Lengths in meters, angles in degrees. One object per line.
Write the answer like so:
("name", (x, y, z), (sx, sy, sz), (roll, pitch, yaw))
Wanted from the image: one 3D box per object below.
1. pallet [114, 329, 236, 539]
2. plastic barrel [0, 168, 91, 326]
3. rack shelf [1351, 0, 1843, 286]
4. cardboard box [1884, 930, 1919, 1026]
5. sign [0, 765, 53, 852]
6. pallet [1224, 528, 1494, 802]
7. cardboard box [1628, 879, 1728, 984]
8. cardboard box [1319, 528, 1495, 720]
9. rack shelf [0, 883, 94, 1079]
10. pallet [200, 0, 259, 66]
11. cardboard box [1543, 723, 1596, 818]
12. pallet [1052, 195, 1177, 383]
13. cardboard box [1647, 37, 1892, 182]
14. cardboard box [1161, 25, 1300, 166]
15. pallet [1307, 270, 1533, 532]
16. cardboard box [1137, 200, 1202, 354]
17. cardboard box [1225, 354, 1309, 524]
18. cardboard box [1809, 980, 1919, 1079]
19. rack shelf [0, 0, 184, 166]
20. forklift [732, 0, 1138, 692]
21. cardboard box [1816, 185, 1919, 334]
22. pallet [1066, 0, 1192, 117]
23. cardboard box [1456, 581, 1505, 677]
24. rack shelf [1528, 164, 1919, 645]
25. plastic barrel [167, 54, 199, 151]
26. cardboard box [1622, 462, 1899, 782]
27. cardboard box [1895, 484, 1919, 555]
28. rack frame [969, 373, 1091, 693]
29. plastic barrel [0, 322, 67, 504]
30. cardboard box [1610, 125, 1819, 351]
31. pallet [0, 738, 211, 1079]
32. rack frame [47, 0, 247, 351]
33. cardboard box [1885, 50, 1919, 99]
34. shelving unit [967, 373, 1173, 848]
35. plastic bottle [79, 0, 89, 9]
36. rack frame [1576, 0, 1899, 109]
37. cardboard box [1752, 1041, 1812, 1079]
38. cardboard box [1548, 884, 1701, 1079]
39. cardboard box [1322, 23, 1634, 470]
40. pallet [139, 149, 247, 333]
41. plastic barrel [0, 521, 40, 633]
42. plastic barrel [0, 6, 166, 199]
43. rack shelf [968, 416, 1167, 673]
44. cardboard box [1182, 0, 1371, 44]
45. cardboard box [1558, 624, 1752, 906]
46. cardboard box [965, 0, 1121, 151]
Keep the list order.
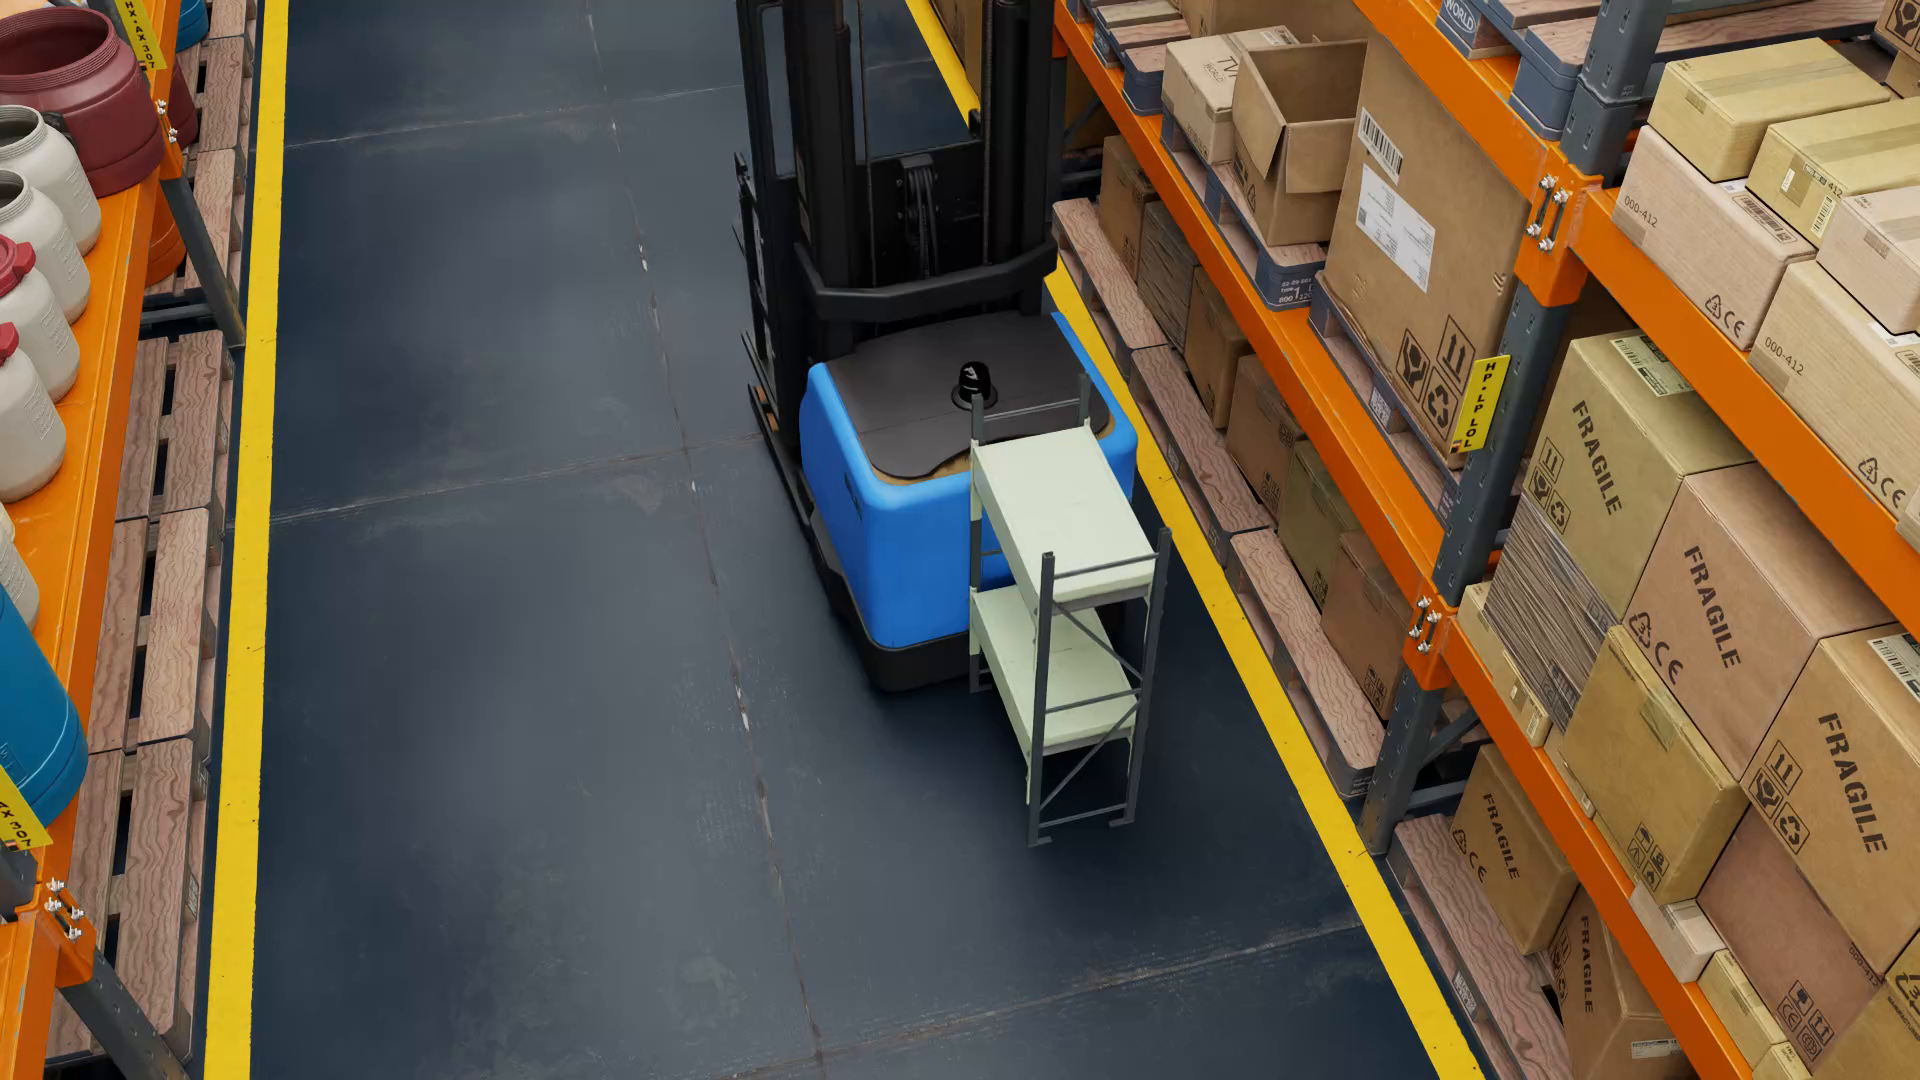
("pallet", (-3.728, -0.396, 7.241), (1.003, 0.211, 1.213), (-11, 47, -10))
("plastic barrel", (-3.312, -0.991, 5.793), (0.421, 0.512, 0.421), (0, 46, 0))
("rack shelf", (1.411, -2.237, 5.496), (1.077, 0.370, 4.000), (-11, 47, -10))
("cardboard box", (2.188, 0.844, 3.095), (0.500, 0.500, 0.500), (-11, 47, -10))
("sign", (-2.331, 0.658, 4.062), (0.100, 0.325, 0.005), (-11, 47, -10))
("pallet", (1.722, 0.381, 6.480), (1.003, 0.211, 1.213), (-11, 47, -10))
("cardboard box", (1.927, 0.927, 4.168), (0.380, 0.149, 0.250), (-11, 47, -10))
("cardboard box", (1.786, 0.235, 6.112), (0.700, 0.500, 0.500), (-14, 47, -13))
("rack shelf", (-2.353, 2.480, 2.973), (1.077, 0.370, 4.000), (-11, 47, -10))
("pallet", (-4.756, -3.159, 9.949), (1.003, 0.211, 1.213), (-11, 47, -10))
("cardboard box", (1.829, 0.576, 4.512), (0.380, 0.149, 0.250), (-11, 47, -10))
("pallet", (1.097, -1.304, 8.130), (1.003, 0.211, 1.213), (-11, 47, -10))
("cardboard box", (1.708, -0.914, 3.522), (0.380, 0.149, 0.250), (-12, 47, -11))
("cardboard box", (1.105, -1.715, 6.392), (0.500, 0.250, 0.500), (-12, 47, -11))
("pallet", (1.868, -0.545, 5.569), (1.003, 0.211, 1.213), (-11, 47, -10))
("cardboard box", (1.244, -1.259, 7.576), (0.700, 0.500, 0.500), (-14, 47, -14))
("cardboard box", (1.539, -0.484, 6.817), (0.700, 0.500, 0.500), (-14, 47, -14))
("cardboard box", (2.385, 1.156, 3.489), (0.875, 0.500, 0.500), (-11, 47, -10))
("rack shelf", (-4.401, -3.043, 8.386), (1.077, 0.370, 4.000), (-11, 47, -10))
("forklift", (-0.313, -1.521, 6.439), (1.130, 2.935, 3.031), (-14, 47, -13))
("cardboard box", (1.891, -0.551, 3.166), (0.380, 0.149, 0.250), (-10, 46, -10))
("pallet", (1.184, -2.280, 7.269), (1.213, 0.211, 1.003), (-11, 47, -10))
("cardboard box", (1.687, 0.234, 4.847), (0.380, 0.149, 0.250), (-11, 47, -10))
("rack shelf", (2.435, 0.525, 2.790), (1.077, 0.370, 4.000), (-11, 47, -10))
("plastic barrel", (-4.320, -2.331, 8.579), (0.600, 0.588, 0.708), (-11, 47, -10))
("cardboard box", (1.922, 0.155, 3.770), (0.500, 0.500, 0.500), (-11, 47, -10))
("cardboard box", (2.047, 0.012, 2.894), (0.500, 0.250, 0.500), (-12, 47, -12))
("rack frame", (0.231, 0.023, 5.922), (0.400, 1.500, 0.023), (-12, 47, -11))
("plastic barrel", (-3.086, -0.407, 5.204), (0.433, 0.535, 0.433), (0, 46, 0))
("cardboard box", (1.790, -0.698, 3.589), (0.500, 0.250, 0.500), (-12, 47, -12))
("pallet", (-3.104, 1.289, 5.590), (1.003, 0.211, 1.213), (-11, 47, -10))
("rack frame", (-3.889, -1.914, 6.776), (1.000, 3.000, 0.127), (-11, 47, -10))
("cardboard box", (2.285, -1.023, 3.629), (0.380, 0.149, 0.250), (-9, 46, -9))
("shelving unit", (0.332, 0.276, 5.677), (0.431, 1.500, 0.755), (-12, 47, -11))
("plastic bottle", (-3.688, -2.228, 7.171), (0.152, 0.276, 0.135), (-11, 47, -10))
("rack frame", (1.923, -2.158, 2.814), (1.000, 3.000, 0.127), (-11, 47, -10))
("cardboard box", (2.084, 1.267, 3.835), (0.380, 0.149, 0.250), (-11, 47, -10))
("cardboard box", (2.140, 1.348, 5.036), (0.500, 0.500, 0.500), (3, 46, 2))
("cardboard box", (1.855, -0.989, 5.156), (1.000, 1.000, 1.000), (-10, 46, -10))
("pallet", (-4.131, -1.474, 8.298), (1.003, 0.211, 1.213), (-11, 47, -10))
("plastic barrel", (-2.898, 0.100, 4.708), (0.433, 0.535, 0.433), (0, 46, 0))
("plastic barrel", (-3.478, -1.696, 6.468), (0.600, 0.536, 0.708), (-11, 47, -10))
("rack shelf", (0.333, 0.004, 5.397), (0.431, 0.370, 0.720), (-12, 47, -11))
("cardboard box", (1.315, -2.269, 6.760), (0.700, 0.500, 0.500), (-4, 46, -4))
("cardboard box", (2.072, 0.477, 4.155), (0.875, 0.500, 0.500), (-11, 47, -10))
("cardboard box", (0.742, -2.703, 8.743), (1.225, 0.875, 0.875), (-13, 47, -12))
